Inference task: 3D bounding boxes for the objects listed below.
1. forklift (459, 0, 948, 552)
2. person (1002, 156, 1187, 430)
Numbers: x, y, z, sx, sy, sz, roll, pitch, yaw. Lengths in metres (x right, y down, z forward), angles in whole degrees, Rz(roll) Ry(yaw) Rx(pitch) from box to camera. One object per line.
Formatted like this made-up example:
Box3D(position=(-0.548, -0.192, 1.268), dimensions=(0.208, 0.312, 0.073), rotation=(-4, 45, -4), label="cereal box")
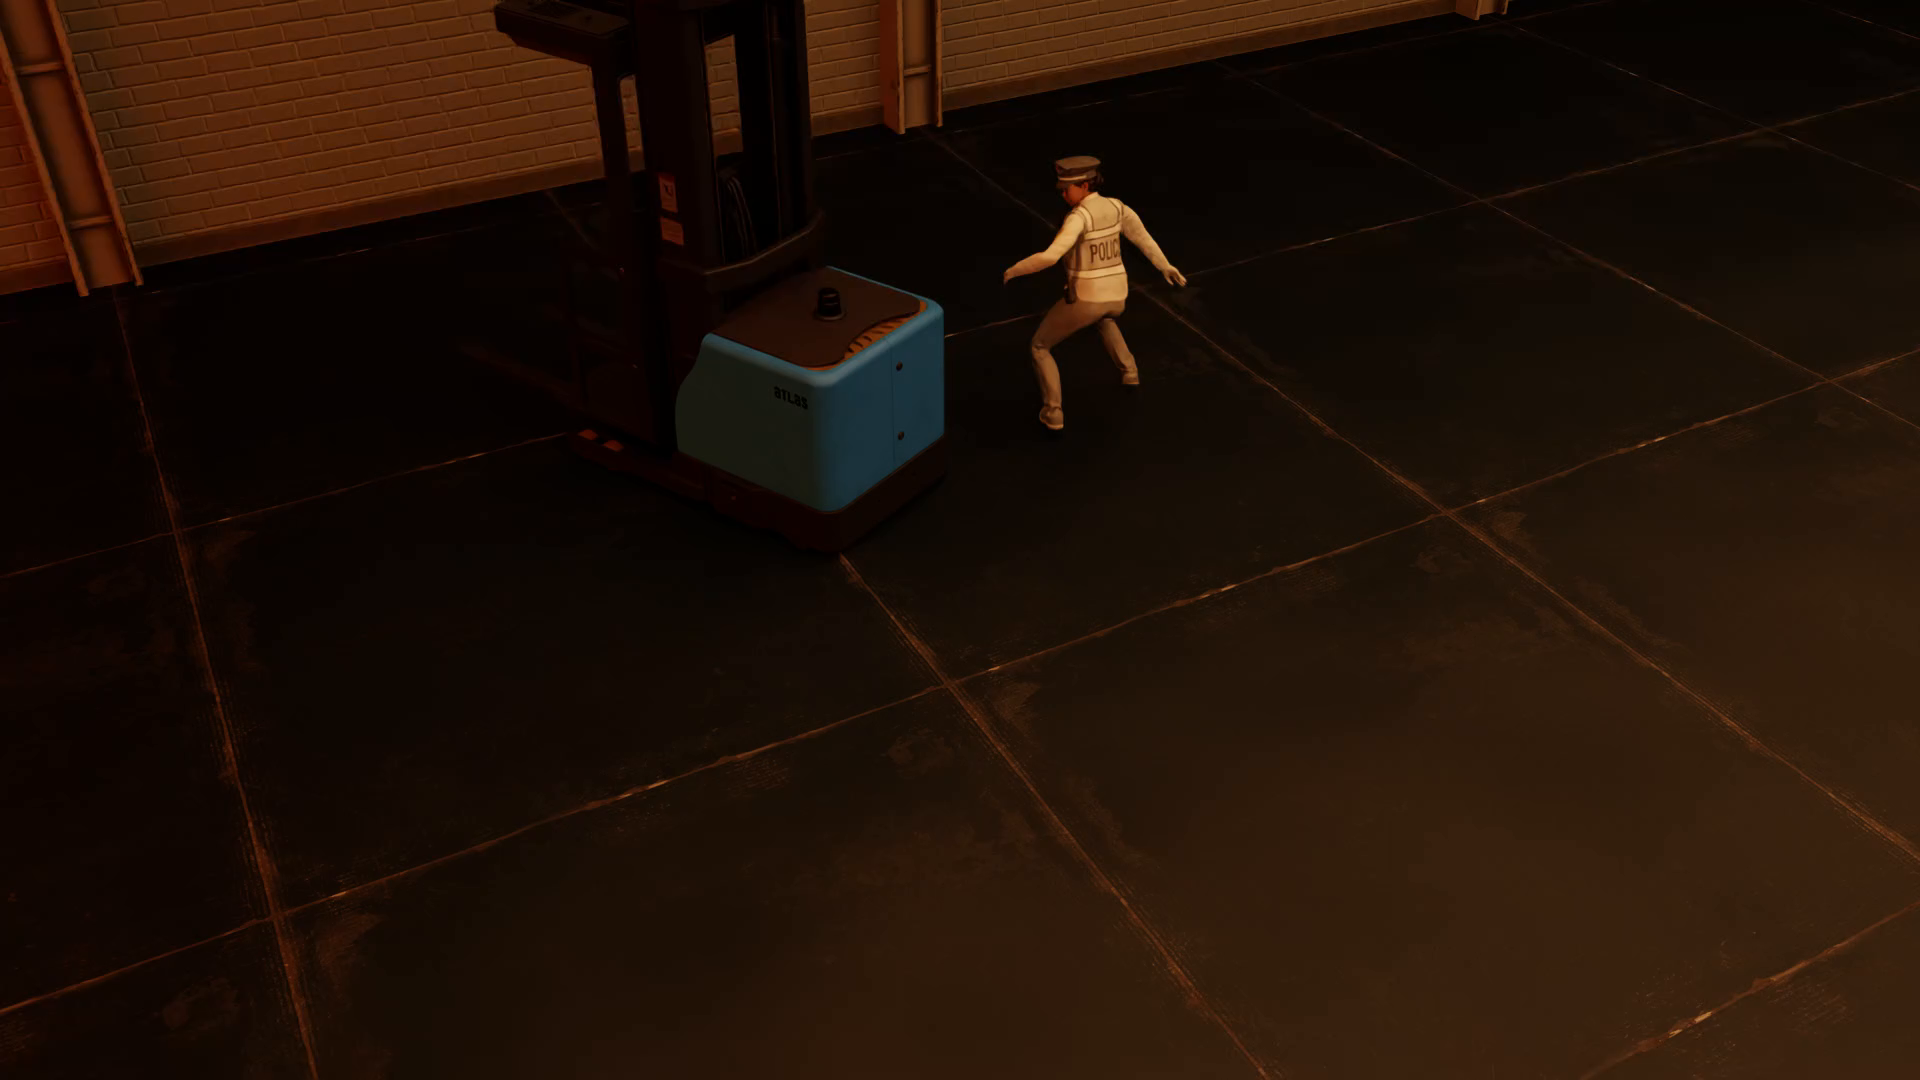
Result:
Box3D(position=(-1.561, -1.806, 8.678), dimensions=(3.031, 2.935, 1.130), rotation=(23, 41, 28), label="forklift")
Box3D(position=(0.752, -1.375, 9.394), dimensions=(0.973, 1.606, 0.534), rotation=(-24, 42, -30), label="person")
